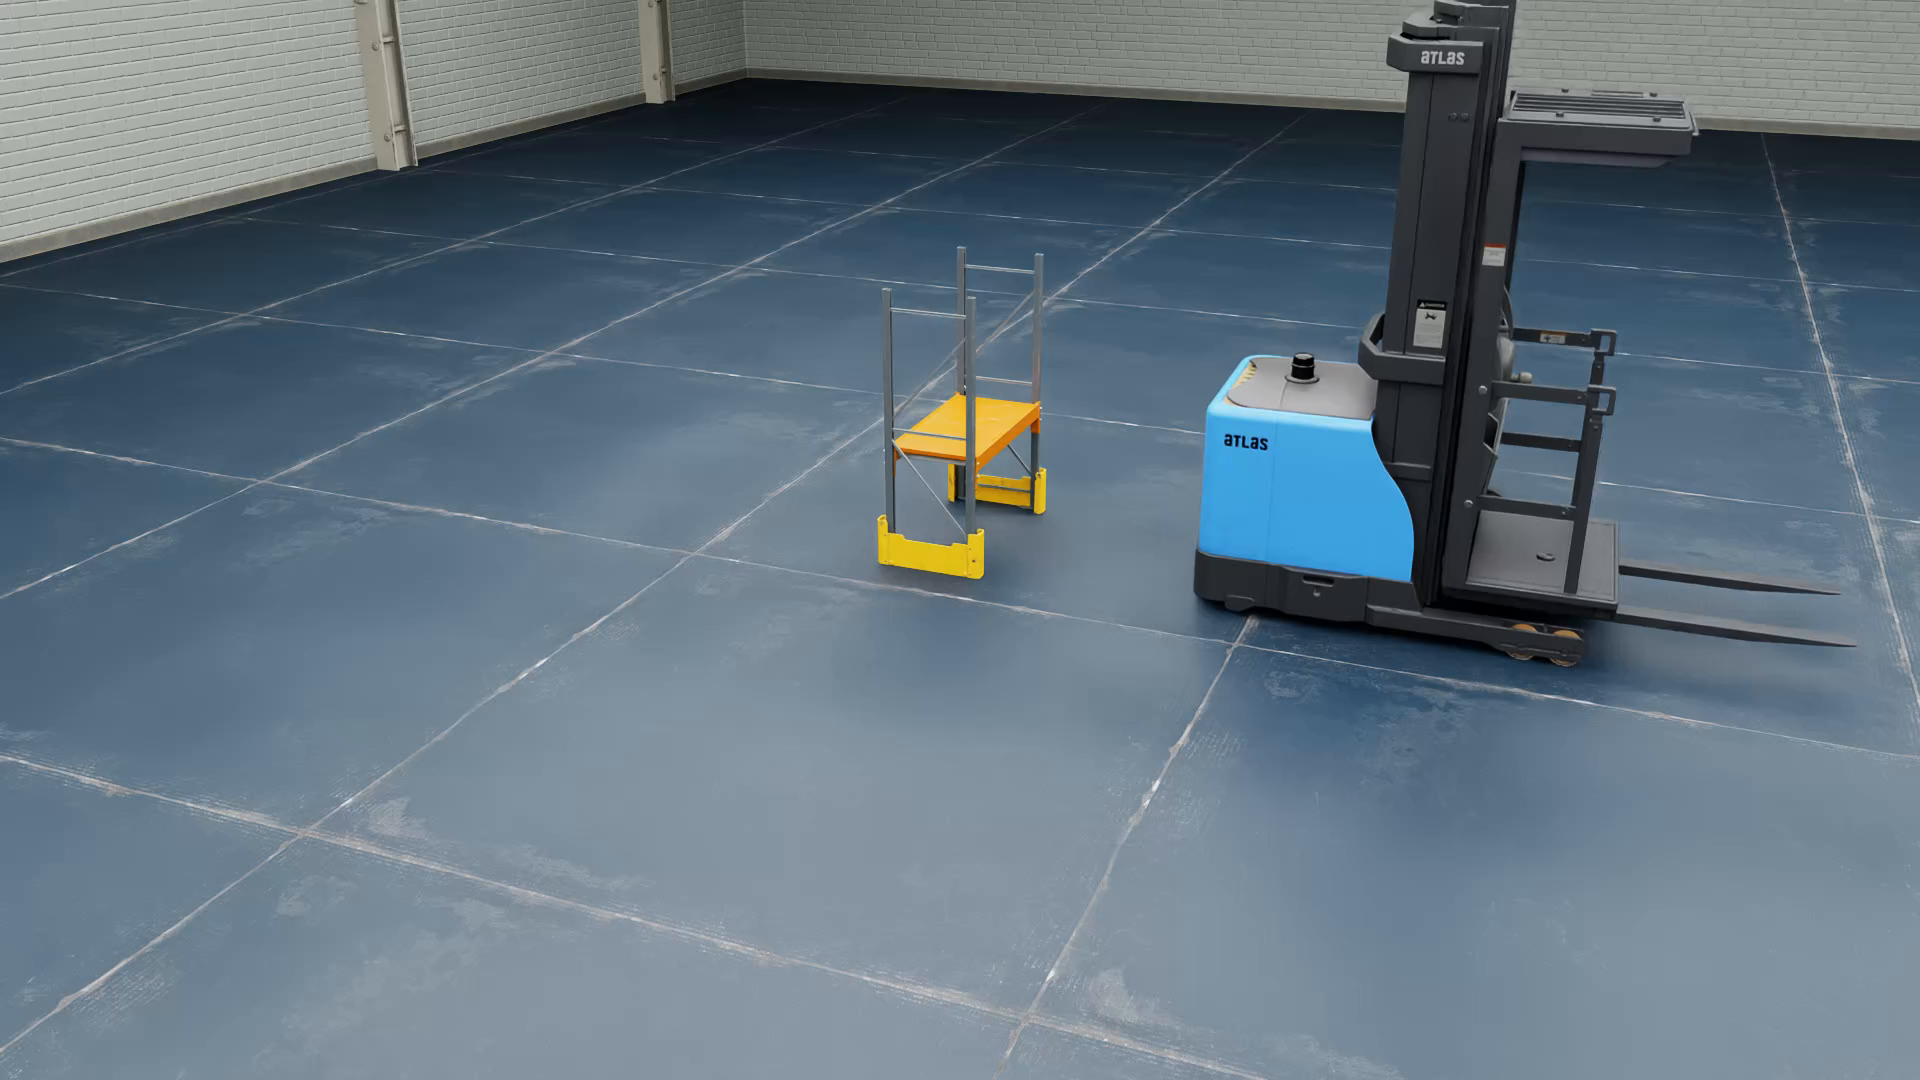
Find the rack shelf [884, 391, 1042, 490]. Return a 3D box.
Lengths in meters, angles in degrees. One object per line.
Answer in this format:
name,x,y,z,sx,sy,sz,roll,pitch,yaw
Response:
rack shelf,0.032,-0.557,9.103,0.538,0.185,1.000,9,24,20

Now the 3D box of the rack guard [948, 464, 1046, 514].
rack guard,0.213,-0.321,9.694,0.587,0.250,0.087,9,24,20

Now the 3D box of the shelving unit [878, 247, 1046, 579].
shelving unit,0.028,-0.719,9.026,0.587,1.500,1.083,9,24,20

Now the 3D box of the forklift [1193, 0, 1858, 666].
forklift,2.758,-0.990,7.817,3.031,2.935,1.130,8,24,19

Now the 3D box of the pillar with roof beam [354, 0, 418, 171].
pillar with roof beam,-2.762,-8.015,16.763,9.100,9.000,0.400,9,24,20

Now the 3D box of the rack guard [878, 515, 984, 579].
rack guard,-0.157,0.036,8.840,0.587,0.250,0.087,9,24,20

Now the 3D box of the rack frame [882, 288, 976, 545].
rack frame,-0.157,-0.541,8.598,0.500,1.500,0.032,9,24,20

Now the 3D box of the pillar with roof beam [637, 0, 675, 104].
pillar with roof beam,-0.534,-10.162,21.904,9.100,9.000,0.400,9,24,20

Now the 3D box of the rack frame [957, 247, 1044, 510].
rack frame,0.221,-0.904,9.470,0.500,1.500,0.032,9,24,20
